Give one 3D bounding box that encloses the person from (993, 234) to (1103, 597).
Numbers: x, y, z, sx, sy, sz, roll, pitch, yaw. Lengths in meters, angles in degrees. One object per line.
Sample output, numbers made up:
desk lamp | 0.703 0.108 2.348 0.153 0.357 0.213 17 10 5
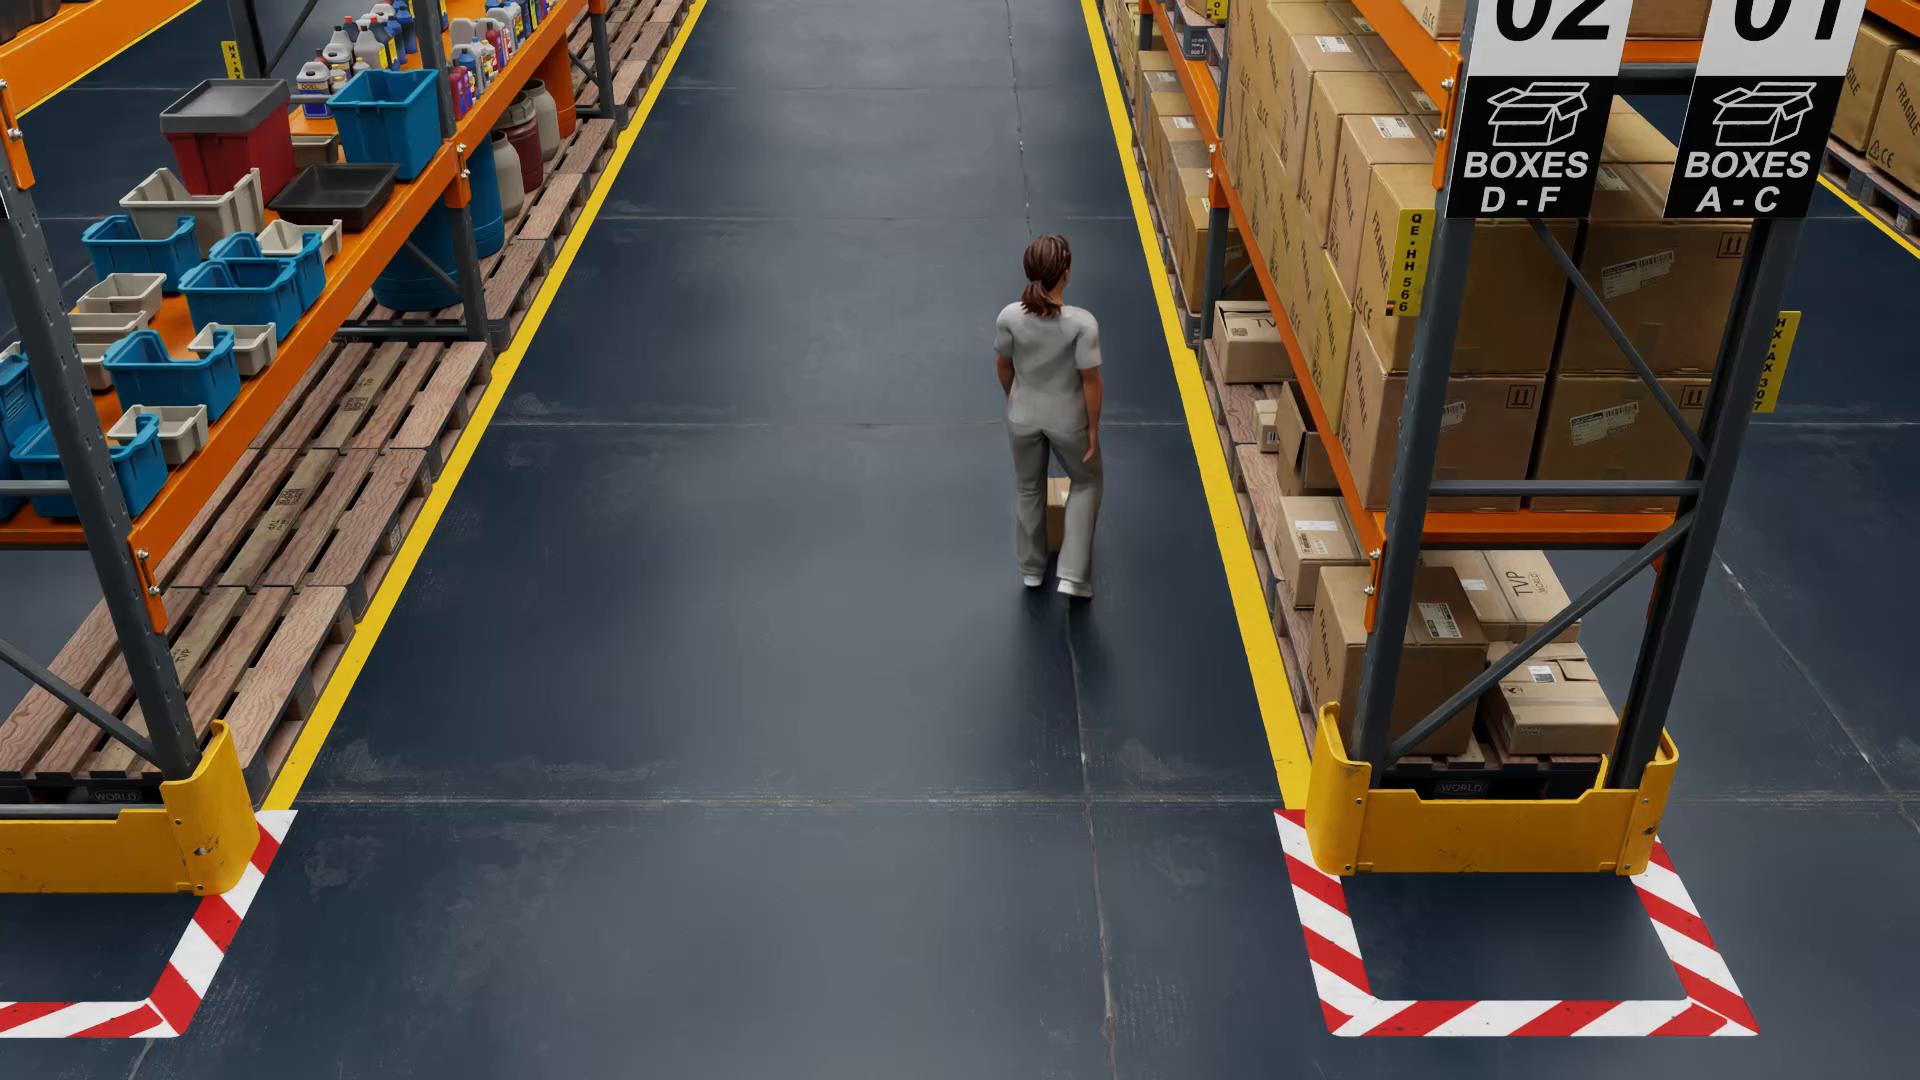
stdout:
person | 0.377 -0.496 6.937 0.465 1.697 0.529 8 33 13
